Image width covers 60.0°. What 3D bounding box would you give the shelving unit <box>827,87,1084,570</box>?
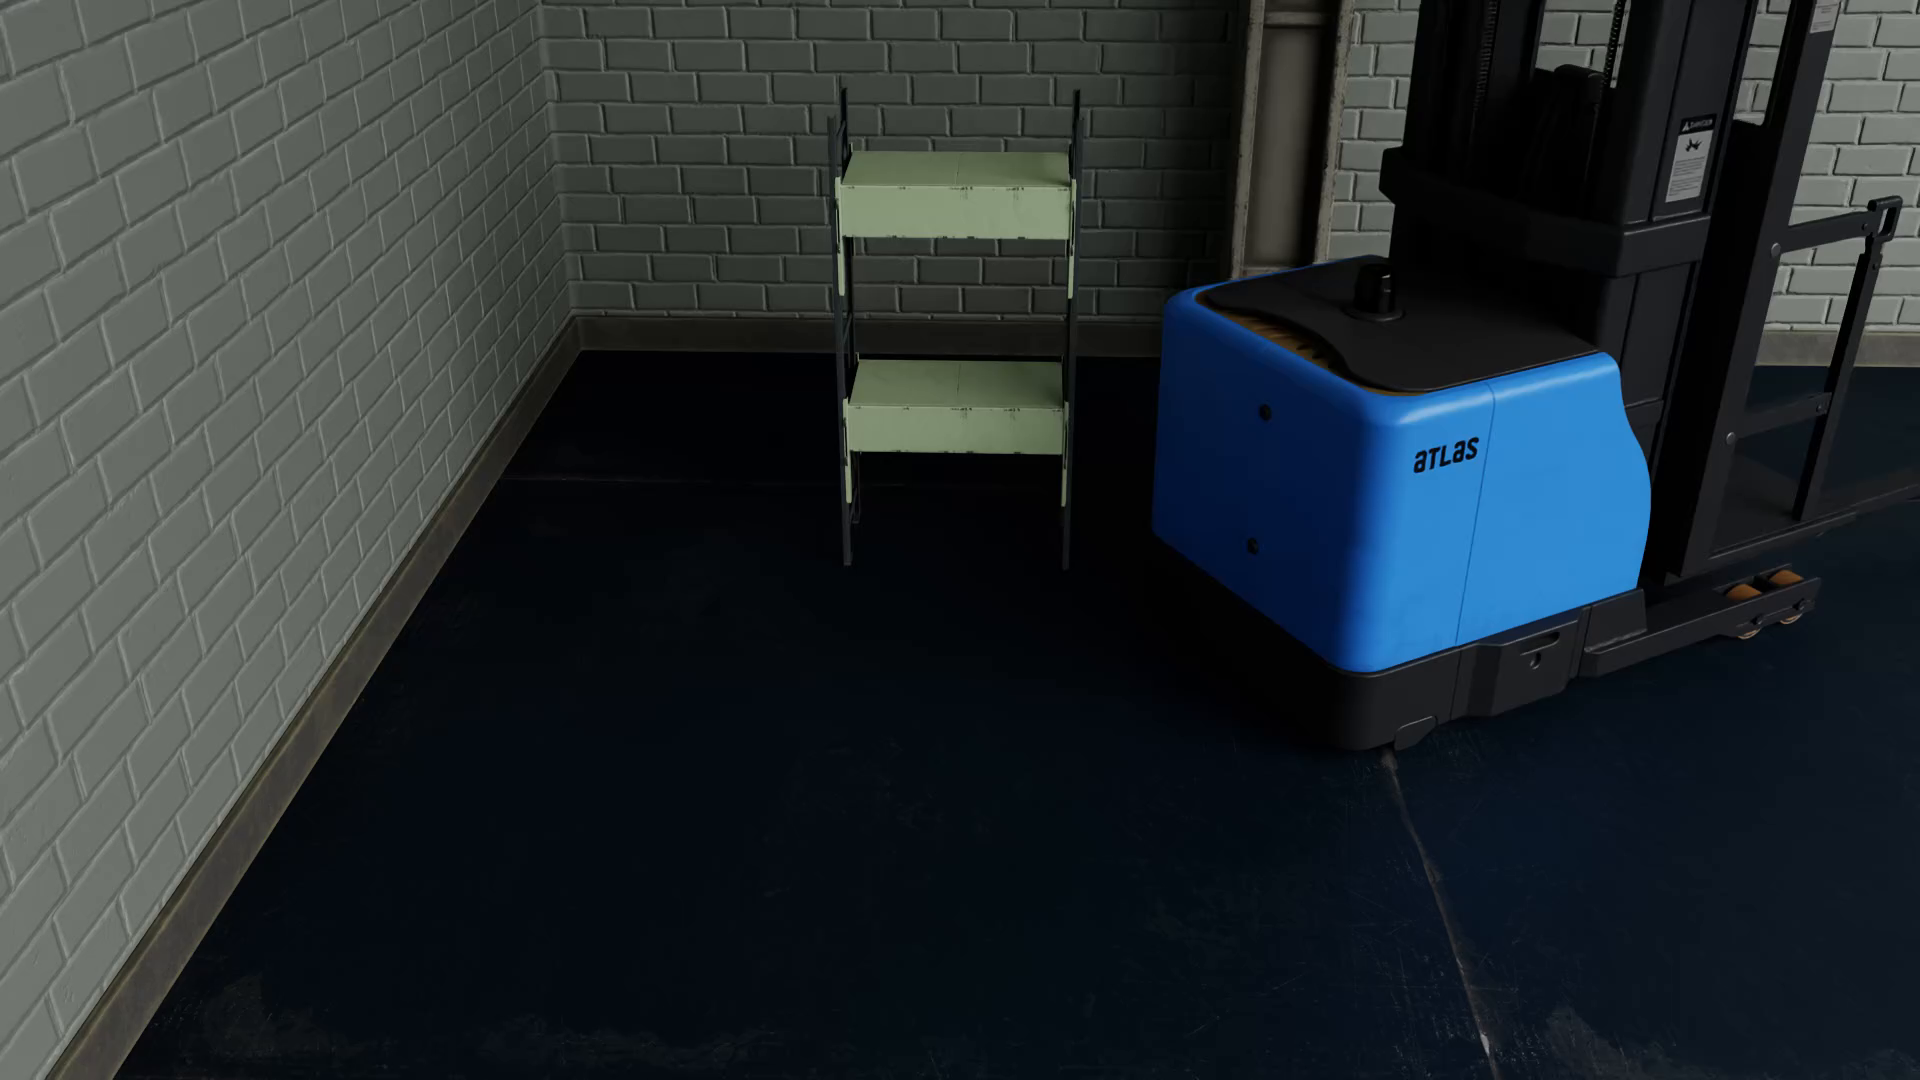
[{"bbox_3d":[-0.007,-0.663,5.399,0.755,1.500,0.431,1,28,2],"label":"shelving unit"}]

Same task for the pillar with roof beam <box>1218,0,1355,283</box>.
[{"bbox_3d":[1.145,-2.694,1.225,0.400,9.000,9.100,1,28,2],"label":"pillar with roof beam"}]

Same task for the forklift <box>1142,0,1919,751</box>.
[{"bbox_3d":[2.121,-1.191,4.868,3.031,2.935,1.130,-14,31,-25],"label":"forklift"}]

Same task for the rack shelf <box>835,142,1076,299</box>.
[{"bbox_3d":[-0.007,-1.008,5.216,0.720,0.370,0.431,1,28,2],"label":"rack shelf"}]

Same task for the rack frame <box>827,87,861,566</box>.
[{"bbox_3d":[-0.372,-0.669,5.410,0.023,1.500,0.400,1,28,2],"label":"rack frame"}]

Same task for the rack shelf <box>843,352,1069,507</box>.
[{"bbox_3d":[-0.007,-0.375,5.552,0.720,0.370,0.431,1,28,2],"label":"rack shelf"}]

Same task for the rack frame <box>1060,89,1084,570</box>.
[{"bbox_3d":[0.359,-0.657,5.388,0.023,1.500,0.400,1,28,2],"label":"rack frame"}]
